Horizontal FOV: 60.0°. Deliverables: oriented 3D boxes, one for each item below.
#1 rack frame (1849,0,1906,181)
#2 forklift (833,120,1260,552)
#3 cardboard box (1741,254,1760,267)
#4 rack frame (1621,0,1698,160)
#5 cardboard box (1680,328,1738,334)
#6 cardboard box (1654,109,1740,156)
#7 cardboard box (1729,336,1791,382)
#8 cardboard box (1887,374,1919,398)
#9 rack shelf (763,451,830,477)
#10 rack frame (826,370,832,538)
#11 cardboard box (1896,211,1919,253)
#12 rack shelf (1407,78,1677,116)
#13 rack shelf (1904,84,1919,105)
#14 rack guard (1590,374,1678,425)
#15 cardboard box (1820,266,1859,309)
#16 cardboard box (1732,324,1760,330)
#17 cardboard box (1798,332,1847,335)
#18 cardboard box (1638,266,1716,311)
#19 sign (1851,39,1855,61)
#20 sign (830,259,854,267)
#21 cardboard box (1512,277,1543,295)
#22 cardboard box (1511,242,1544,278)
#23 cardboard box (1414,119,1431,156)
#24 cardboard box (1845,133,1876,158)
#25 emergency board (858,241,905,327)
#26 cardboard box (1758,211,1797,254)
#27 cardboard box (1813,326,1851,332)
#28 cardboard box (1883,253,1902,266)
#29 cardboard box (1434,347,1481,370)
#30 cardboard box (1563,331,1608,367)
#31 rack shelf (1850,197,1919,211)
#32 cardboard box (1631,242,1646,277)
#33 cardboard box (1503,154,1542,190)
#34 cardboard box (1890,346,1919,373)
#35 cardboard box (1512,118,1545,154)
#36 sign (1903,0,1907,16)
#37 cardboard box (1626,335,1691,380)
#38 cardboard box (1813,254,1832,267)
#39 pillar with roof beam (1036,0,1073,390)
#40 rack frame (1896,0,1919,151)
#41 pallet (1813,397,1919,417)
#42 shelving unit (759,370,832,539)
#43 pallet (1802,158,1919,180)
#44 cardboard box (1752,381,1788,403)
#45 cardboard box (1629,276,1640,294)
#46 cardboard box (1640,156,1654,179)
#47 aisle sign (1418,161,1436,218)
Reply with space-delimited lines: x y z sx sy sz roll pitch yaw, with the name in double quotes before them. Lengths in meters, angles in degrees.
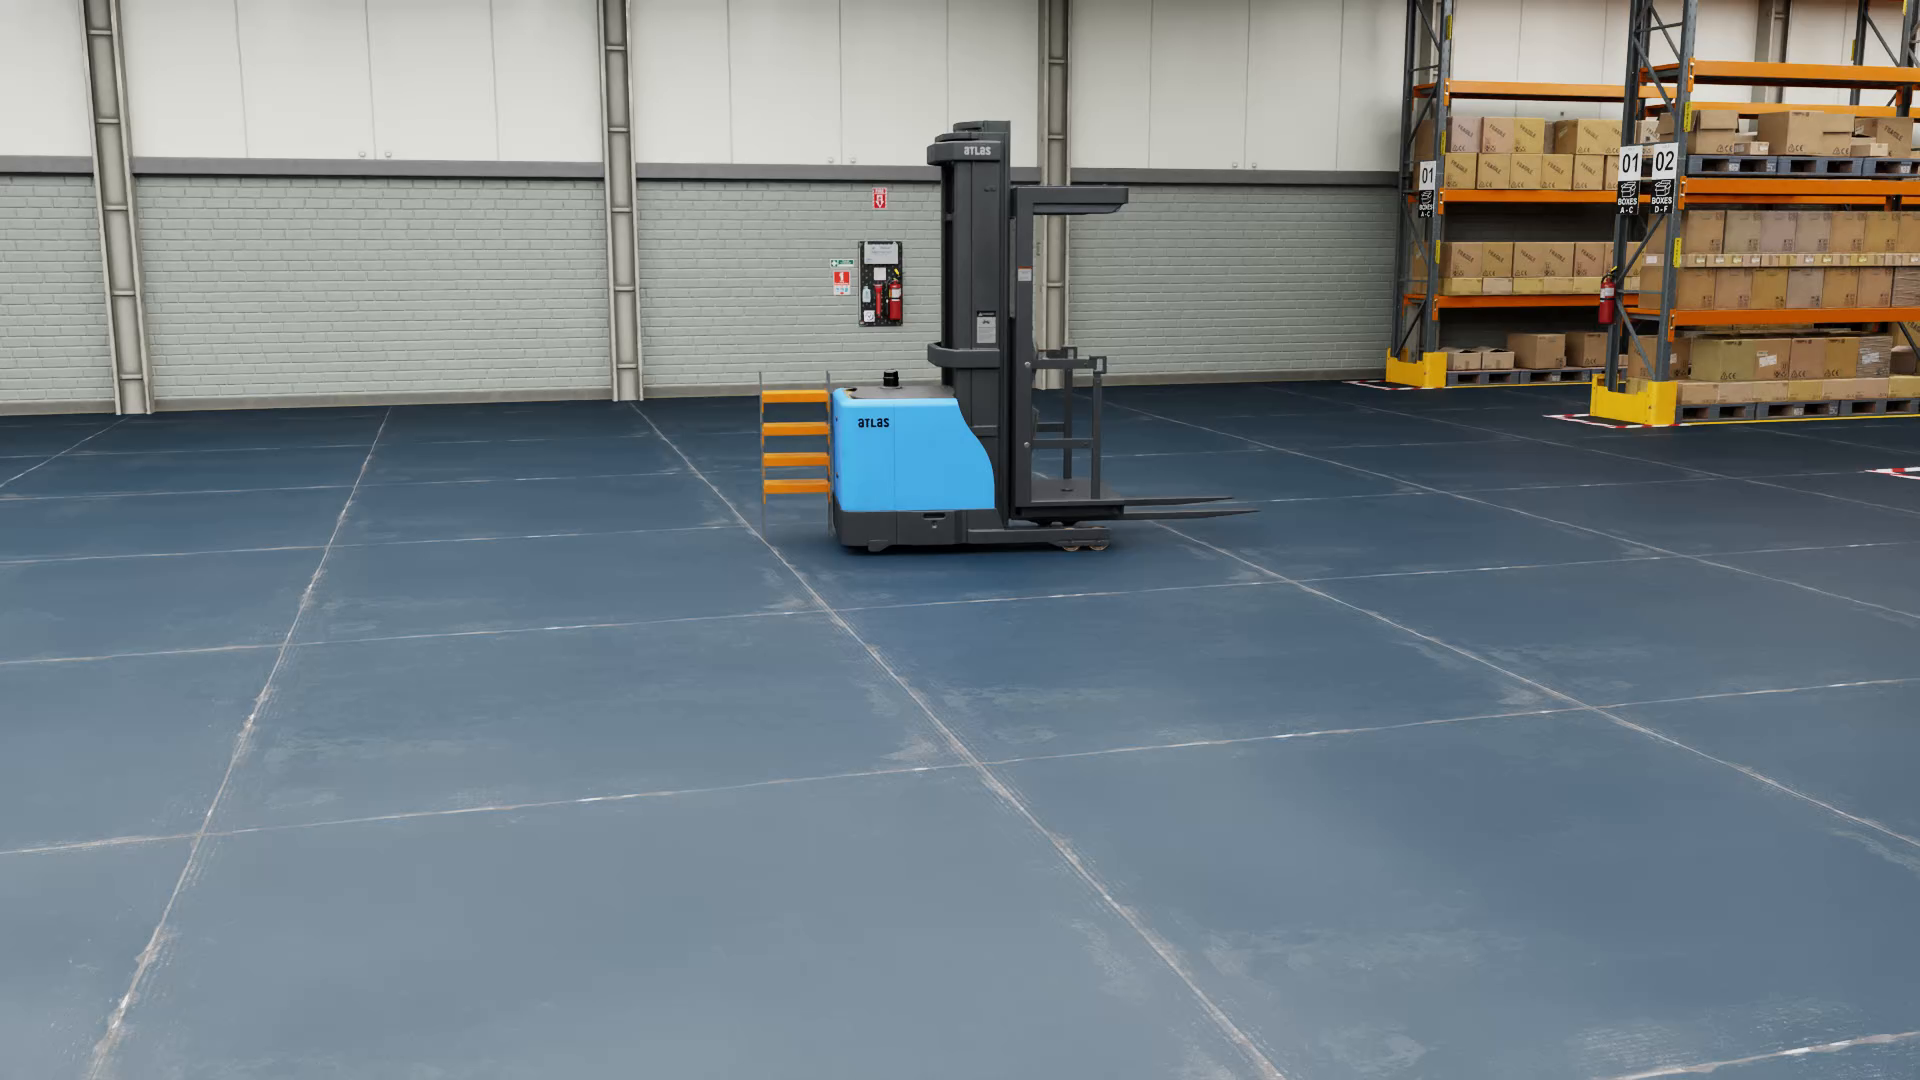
"rack frame" 14.327 -7.129 25.917 0.127 3.000 1.000 -3 11 -16
"forklift" 0.617 -1.457 11.865 3.031 2.935 1.130 -1 11 -8
"cardboard box" 9.207 -3.302 19.631 0.250 0.149 0.380 -3 11 -17
"rack frame" 8.034 -5.863 19.041 0.127 3.000 1.000 -3 11 -16
"cardboard box" 11.671 -3.038 25.954 0.500 0.500 0.700 -3 11 -17
"cardboard box" 8.587 -4.743 19.407 0.637 0.503 0.797 -2 11 -12
"cardboard box" 9.567 -2.178 19.954 0.500 0.500 0.500 -3 11 -16
"cardboard box" 11.490 -1.908 20.561 0.500 0.250 0.500 -3 11 -16
"rack shelf" -1.198 -0.558 12.134 0.480 0.148 0.258 -1 11 -8
"rack frame" -0.956 -0.630 12.154 0.015 1.200 0.240 -1 11 -8
"cardboard box" 11.450 -3.779 20.429 0.500 0.500 0.700 -3 11 -16
"rack shelf" 8.566 -6.470 24.333 4.000 0.370 1.077 -3 11 -16
"rack shelf" 13.795 -5.616 20.792 4.000 0.370 1.077 -3 11 -16
"rack guard" 8.011 -1.682 19.804 0.348 0.500 1.175 -3 11 -16
"cardboard box" 10.463 -3.088 20.262 0.500 0.500 0.700 -3 11 -15
"cardboard box" 12.109 -3.422 25.968 0.500 0.250 0.500 -3 11 -18
"cardboard box" 10.864 -2.343 20.850 0.500 0.500 0.500 -3 11 -16
"cardboard box" 8.486 -2.983 19.691 0.500 0.500 0.700 -3 11 -16
"sign" 14.168 -7.763 26.341 0.005 0.325 0.100 -3 11 -16
"sign" -1.621 -3.804 22.865 0.331 0.109 0.001 -3 11 -16
"cardboard box" 8.189 -3.733 24.398 0.500 0.250 0.500 -3 11 -17
"cardboard box" 8.163 -4.099 24.315 0.500 0.500 0.500 -3 11 -18
"cardboard box" 6.987 -5.867 24.253 0.500 0.500 0.500 -3 11 -13
"cardboard box" 10.799 -4.815 20.332 0.500 0.311 0.500 -4 11 -19
"emergency board" -1.068 -3.538 22.978 0.643 1.169 0.194 -3 11 -16
"cardboard box" 9.524 -3.677 19.878 0.500 0.500 0.700 -3 11 -16
"cardboard box" 13.650 -3.120 26.399 0.500 0.500 0.700 -3 11 -15
"cardboard box" 11.185 -3.407 20.199 0.250 0.149 0.380 -3 11 -18
"cardboard box" 7.335 -2.687 24.570 0.500 0.311 0.500 -4 11 -22
"cardboard box" 9.501 -2.904 25.224 0.500 0.500 0.500 -4 11 -20
"rack shelf" 16.247 -5.401 26.803 4.000 0.370 1.077 -3 11 -16
"cardboard box" 10.119 -4.203 24.882 0.500 0.500 0.500 -3 11 -16
"cardboard box" 8.060 -5.329 24.095 0.500 0.500 0.500 -2 11 -13
"cardboard box" 12.183 -2.316 21.226 0.500 0.311 0.500 -3 11 -16
"cardboard box" 8.068 -5.822 24.006 0.500 0.500 0.500 -3 11 -14
"sign" 11.712 -6.658 20.558 0.005 0.325 0.100 -3 11 -16
"cardboard box" 8.466 -2.215 20.156 0.500 0.500 0.500 -3 11 -16
"cardboard box" 10.200 -3.355 19.916 0.250 0.149 0.380 -3 11 -14
"pillar with roof beam" 2.519 -5.858 19.013 0.400 9.000 9.100 -3 11 -16
"rack frame" 11.875 -6.066 20.141 0.127 3.000 1.000 -3 11 -16
"pallet" 11.099 -1.711 20.757 1.213 0.211 1.003 -3 11 -16
"shelving unit" -1.198 -0.624 12.122 0.503 1.200 0.258 -1 11 -8
"pallet" 11.063 -4.499 20.161 1.213 0.211 1.003 -3 11 -16
"cardboard box" 9.570 -1.807 20.011 0.500 0.250 0.500 -3 11 -16
"cardboard box" 10.116 -3.836 24.956 0.500 0.250 0.500 -3 11 -16
"cardboard box" 10.068 -5.442 24.705 0.500 0.500 0.500 -3 11 -14
"aisle sign" 6.661 -4.997 23.722 0.004 0.787 0.394 -3 11 -16
